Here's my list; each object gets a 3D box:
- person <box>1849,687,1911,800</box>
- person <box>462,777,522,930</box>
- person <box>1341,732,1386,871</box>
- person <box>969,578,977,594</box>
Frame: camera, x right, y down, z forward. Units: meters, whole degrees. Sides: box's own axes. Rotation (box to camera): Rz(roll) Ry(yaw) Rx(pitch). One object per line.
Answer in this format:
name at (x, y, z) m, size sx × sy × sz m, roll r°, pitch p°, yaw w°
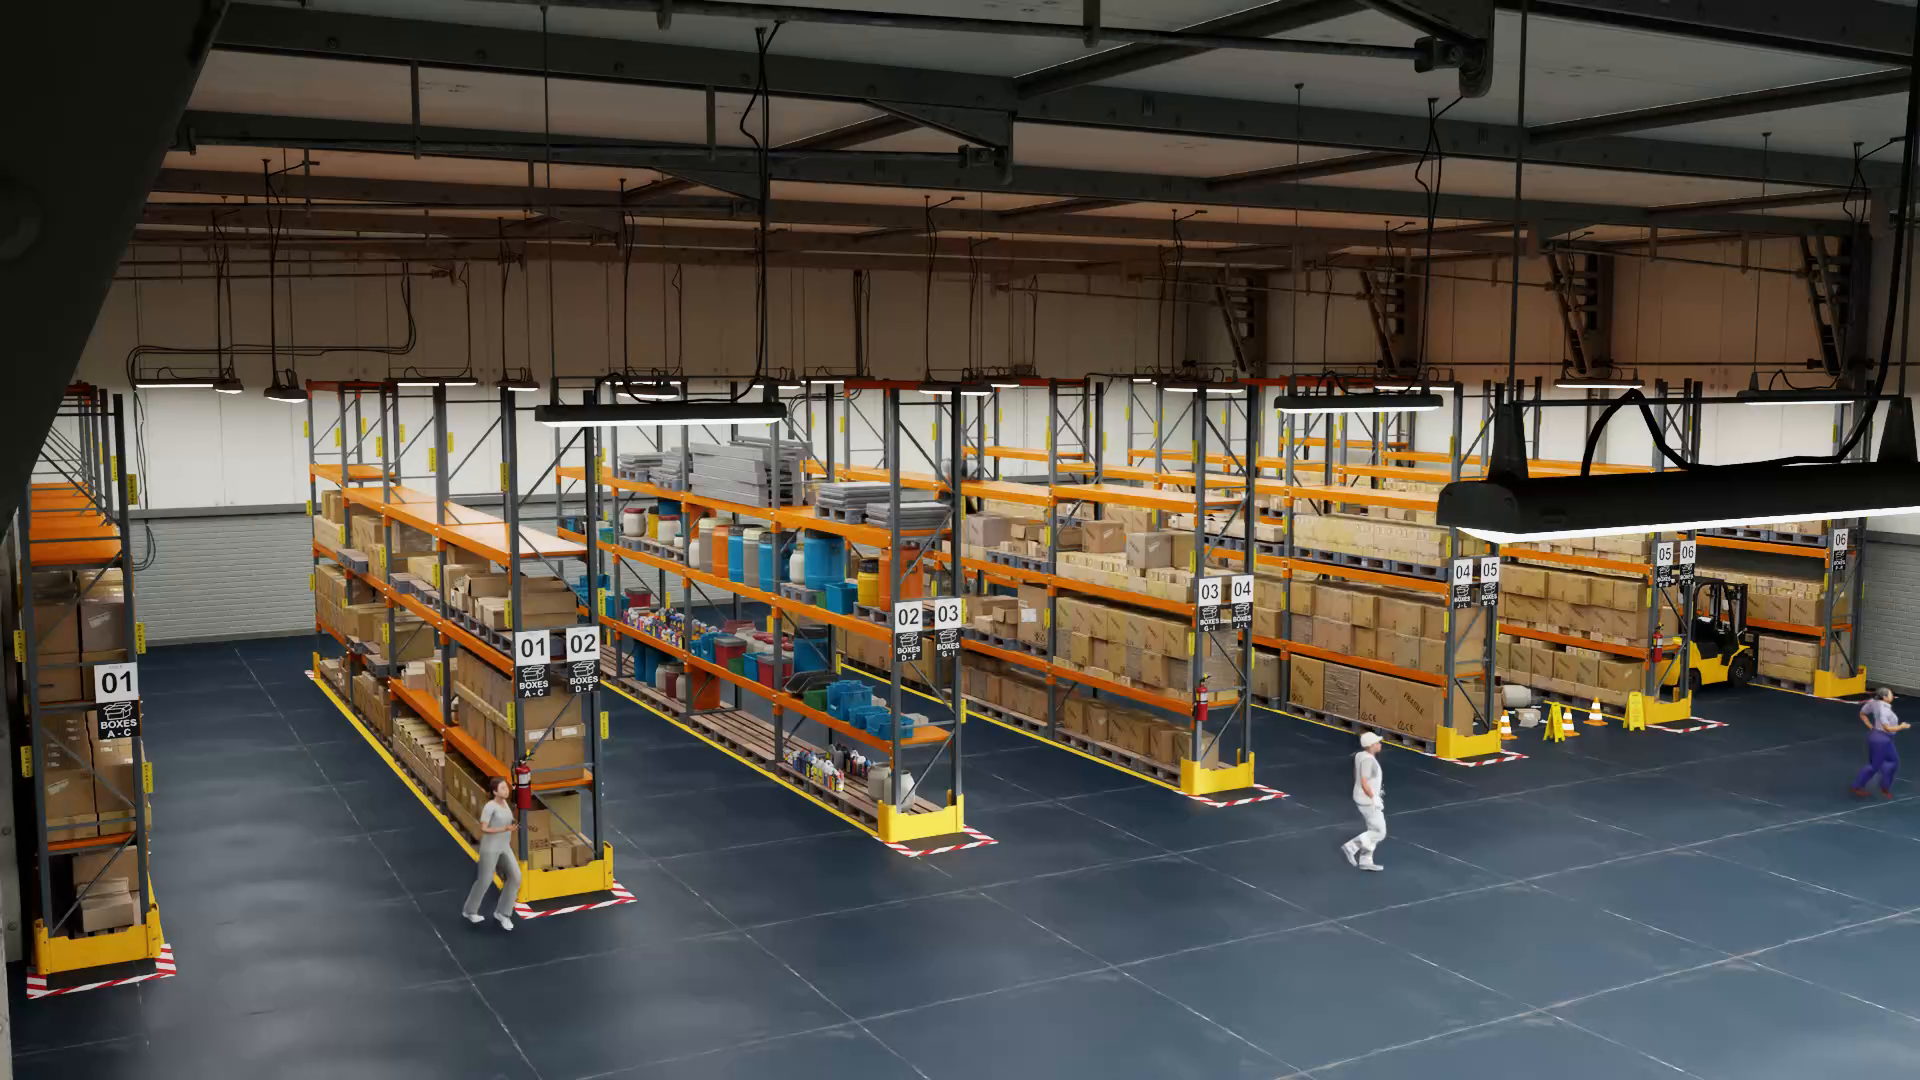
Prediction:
person at (13.333, 2.968, 24.112) m, size 0.746 × 1.707 × 0.583 m, roll 2°, pitch 6°, yaw 19°
person at (-5.236, 3.523, 18.754) m, size 0.728 × 1.720 × 0.567 m, roll 3°, pitch 7°, yaw 23°
person at (5.045, 3.260, 20.765) m, size 0.593 × 1.756 × 0.678 m, roll 0°, pitch 6°, yaw 1°
person at (0.512, 1.068, 42.263) m, size 0.791 × 1.664 × 0.730 m, roll 0°, pitch 6°, yaw 4°
